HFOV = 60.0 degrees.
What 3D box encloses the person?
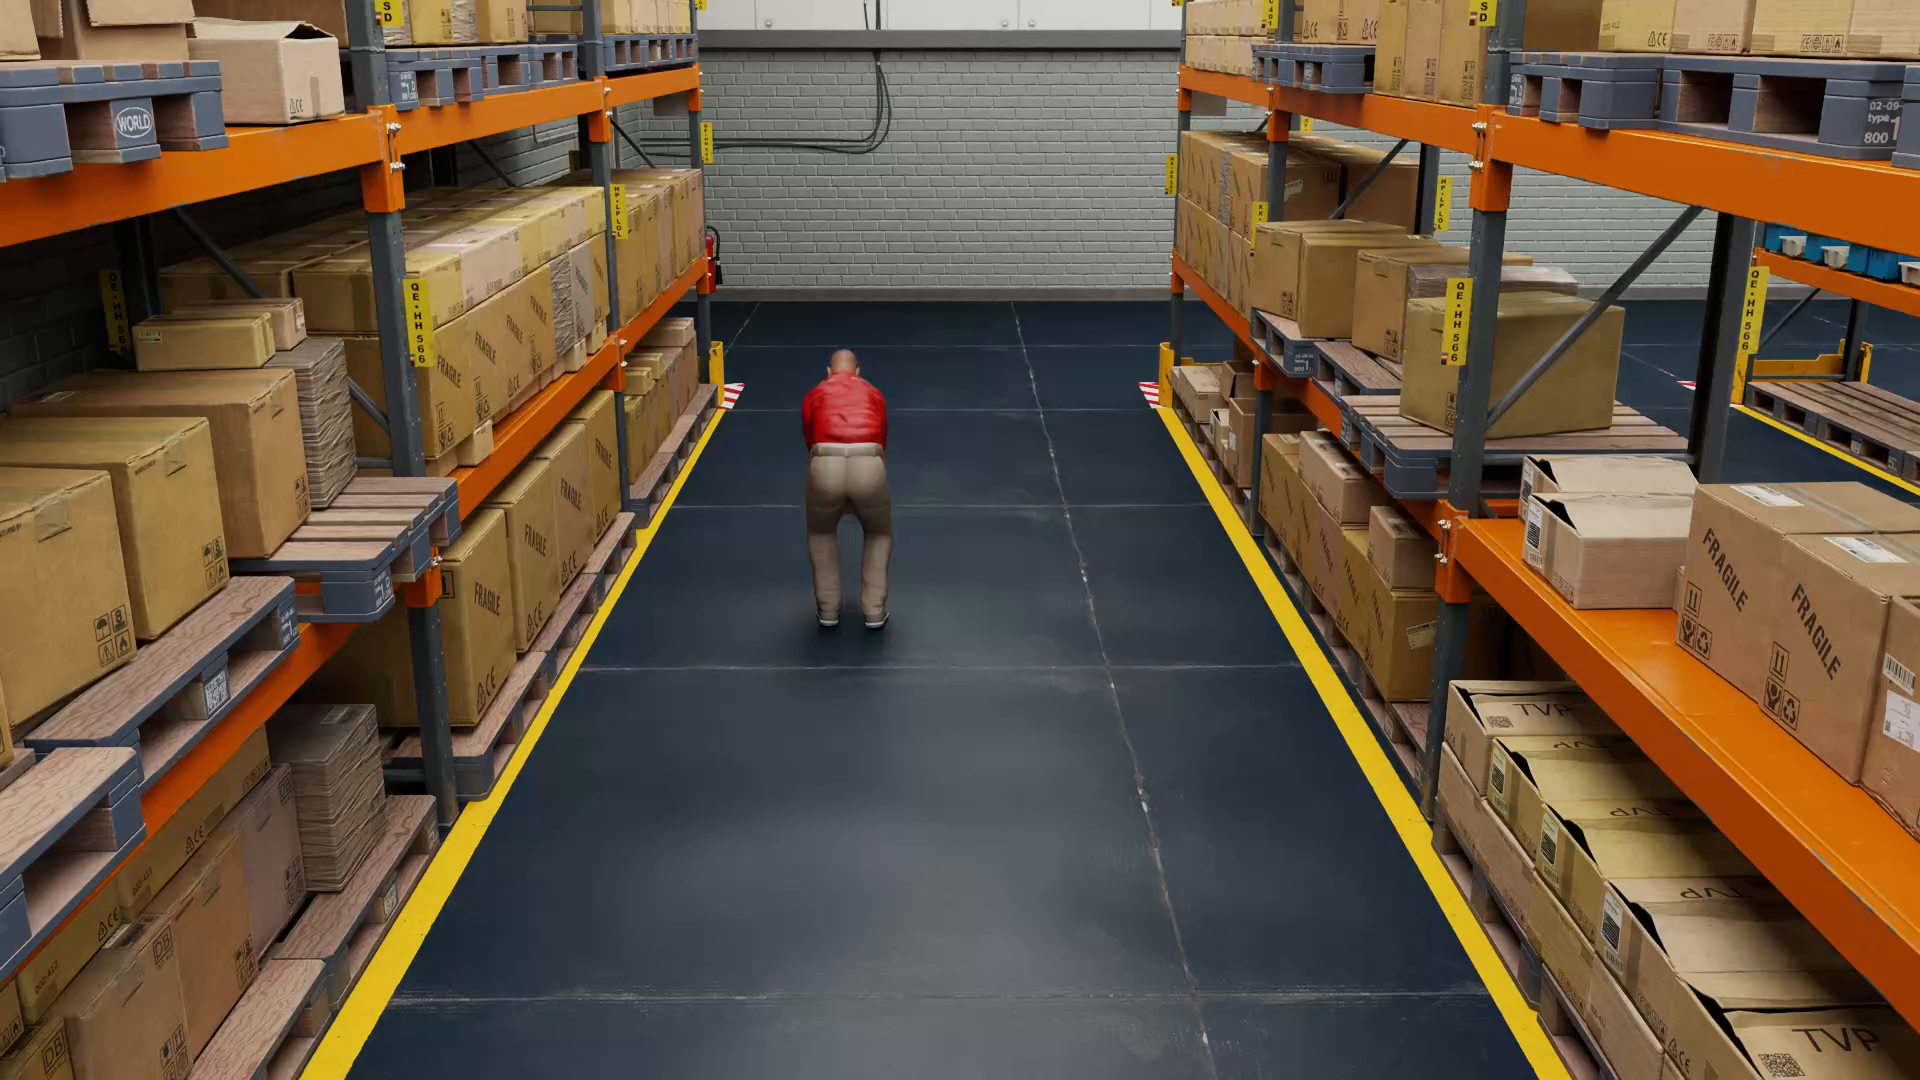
[{"bbox_3d":[-0.610,-0.279,9.037,0.490,1.413,0.844,-1,17,-2],"label":"person"}]
